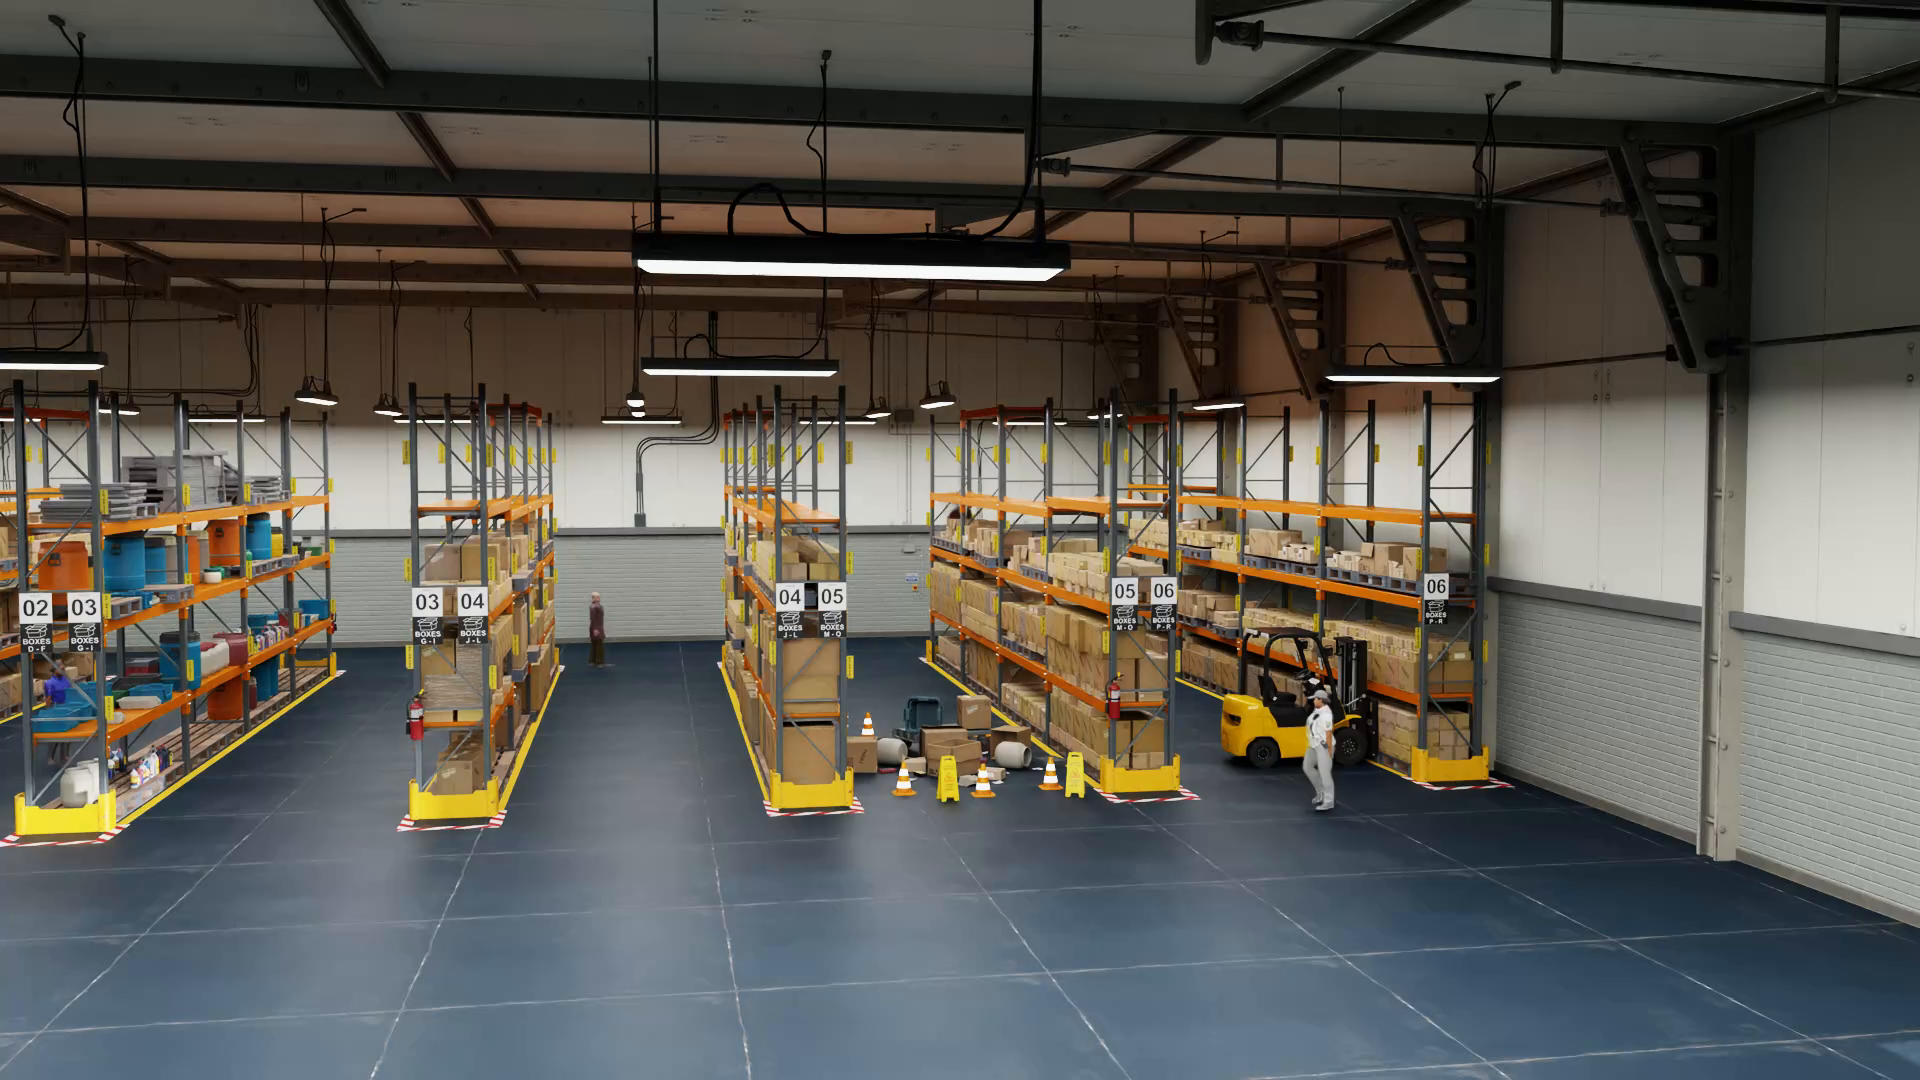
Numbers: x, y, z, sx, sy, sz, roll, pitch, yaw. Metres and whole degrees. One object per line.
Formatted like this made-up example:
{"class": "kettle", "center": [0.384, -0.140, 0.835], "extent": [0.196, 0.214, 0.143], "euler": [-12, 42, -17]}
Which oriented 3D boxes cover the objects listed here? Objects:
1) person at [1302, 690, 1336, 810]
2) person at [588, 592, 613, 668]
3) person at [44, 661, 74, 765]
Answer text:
{"class": "person", "center": [5.116, 2.966, 23.645], "extent": [0.434, 1.686, 0.590], "euler": [-1, 3, -11]}
{"class": "person", "center": [-8.521, 2.121, 39.350], "extent": [0.566, 1.782, 0.585], "euler": [-1, 3, -14]}
{"class": "person", "center": [-14.681, 2.838, 27.155], "extent": [0.356, 1.721, 0.532], "euler": [1, 3, 21]}
